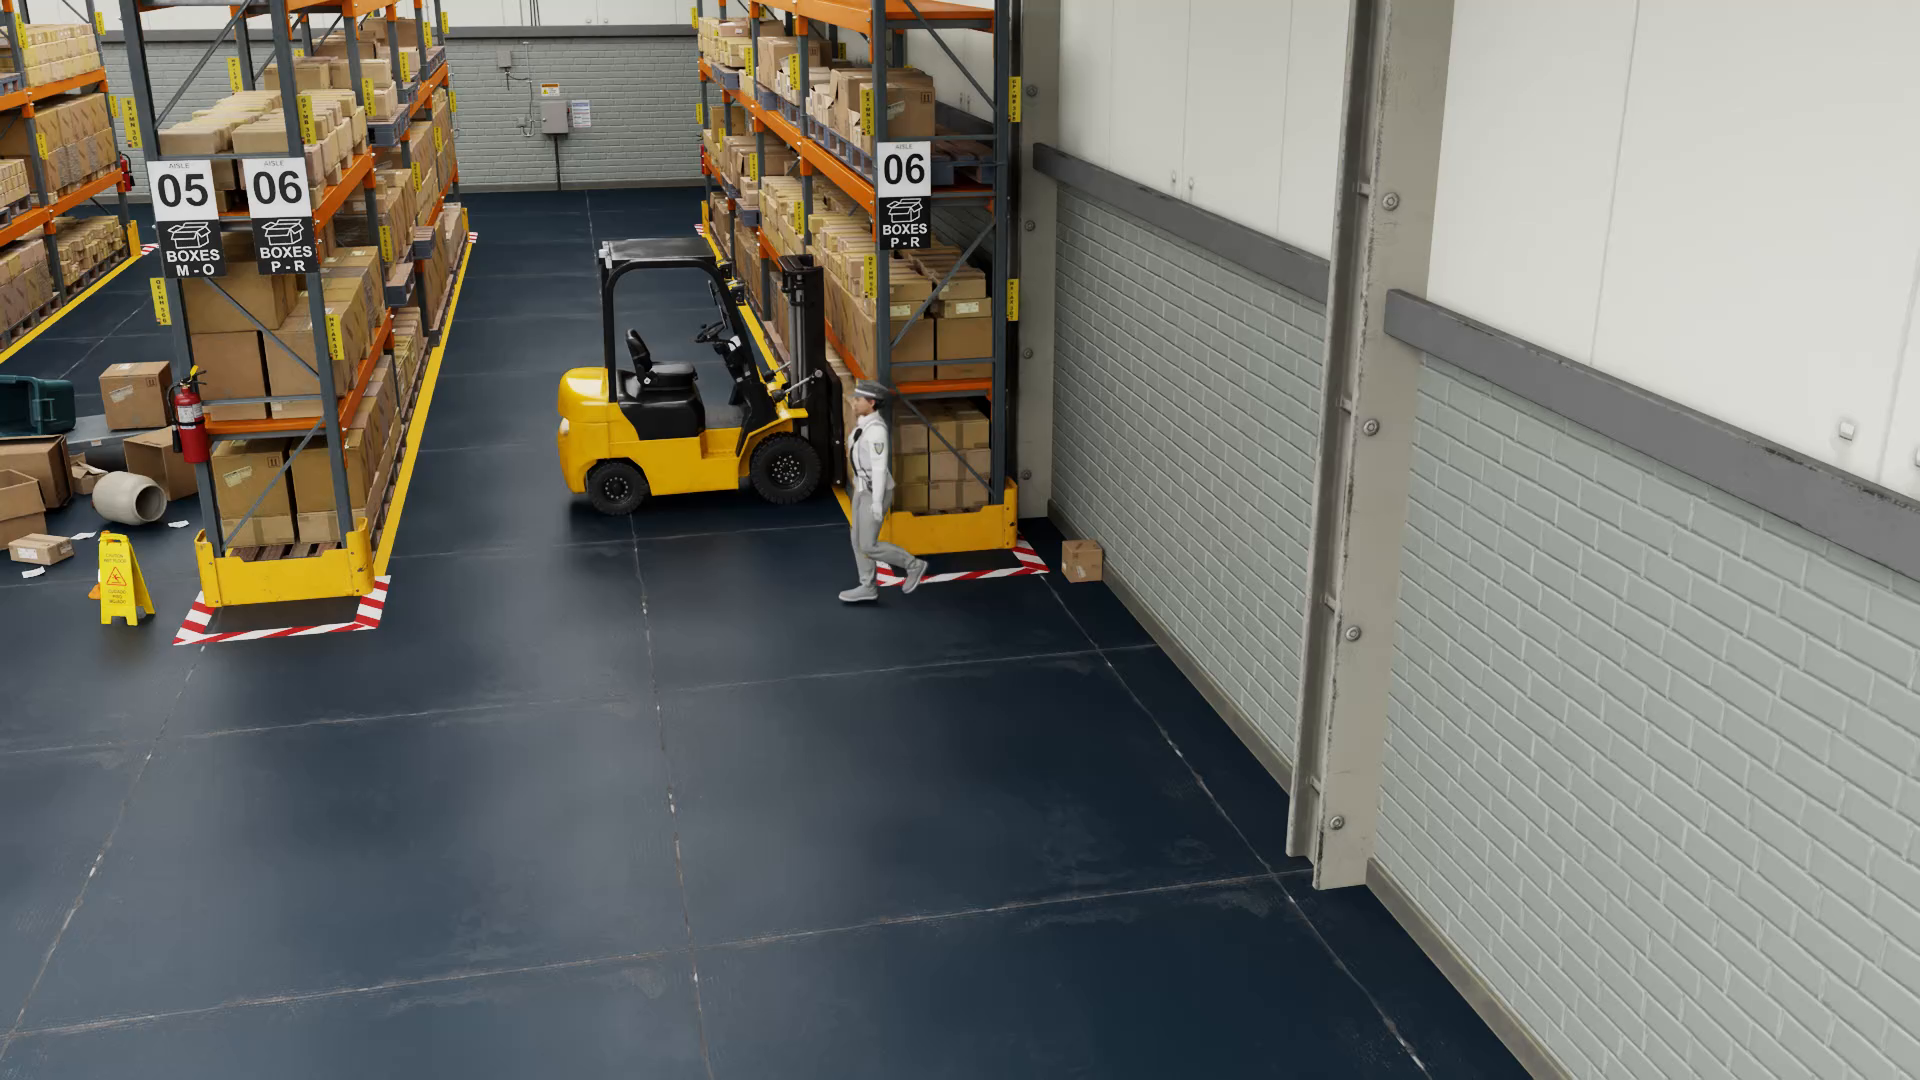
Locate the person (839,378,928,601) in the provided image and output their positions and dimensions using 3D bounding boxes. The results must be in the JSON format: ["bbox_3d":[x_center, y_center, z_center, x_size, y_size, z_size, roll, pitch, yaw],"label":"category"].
[{"bbox_3d":[-0.565,-0.351,11.953,0.640,1.669,0.493,-4,20,-11],"label":"person"}]
